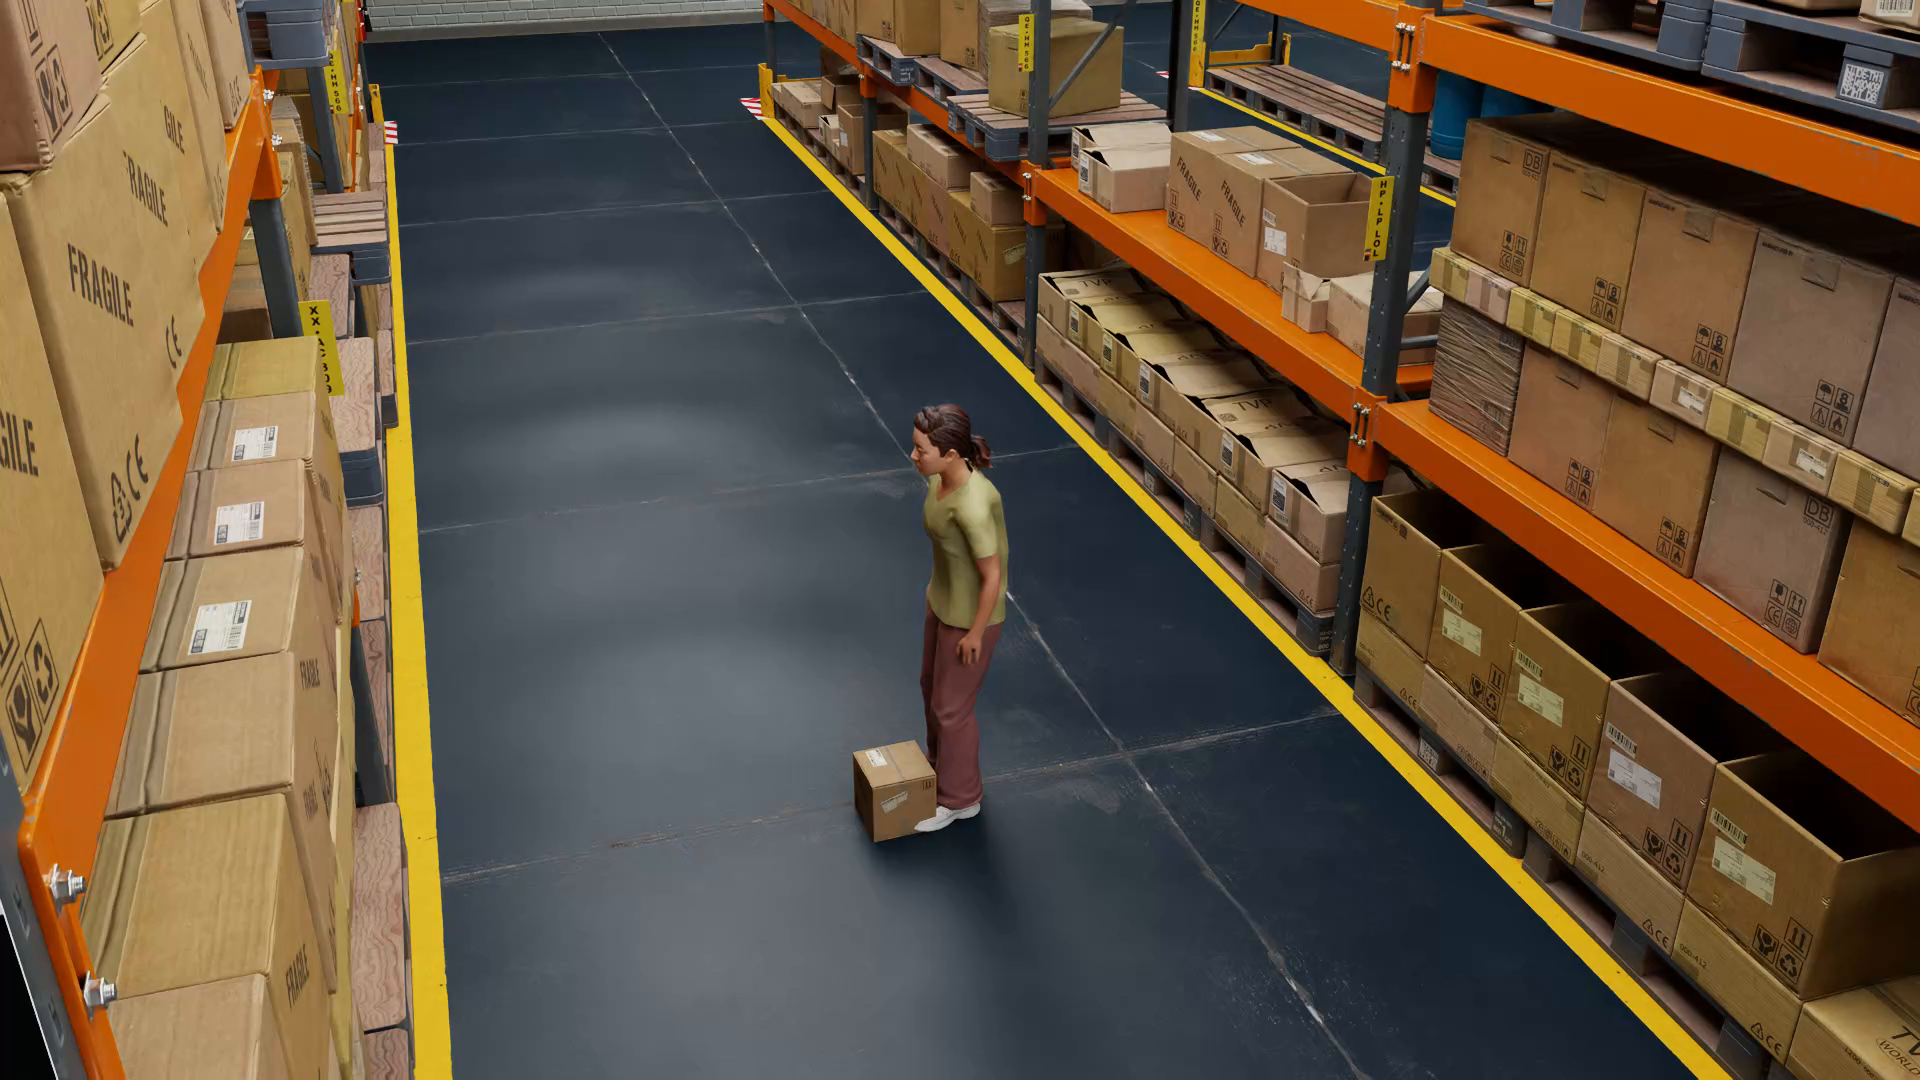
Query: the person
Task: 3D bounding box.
[{"bbox_3d":[-0.040,0.275,6.062,0.407,1.673,0.498,-8,28,-16],"label":"person"}]
